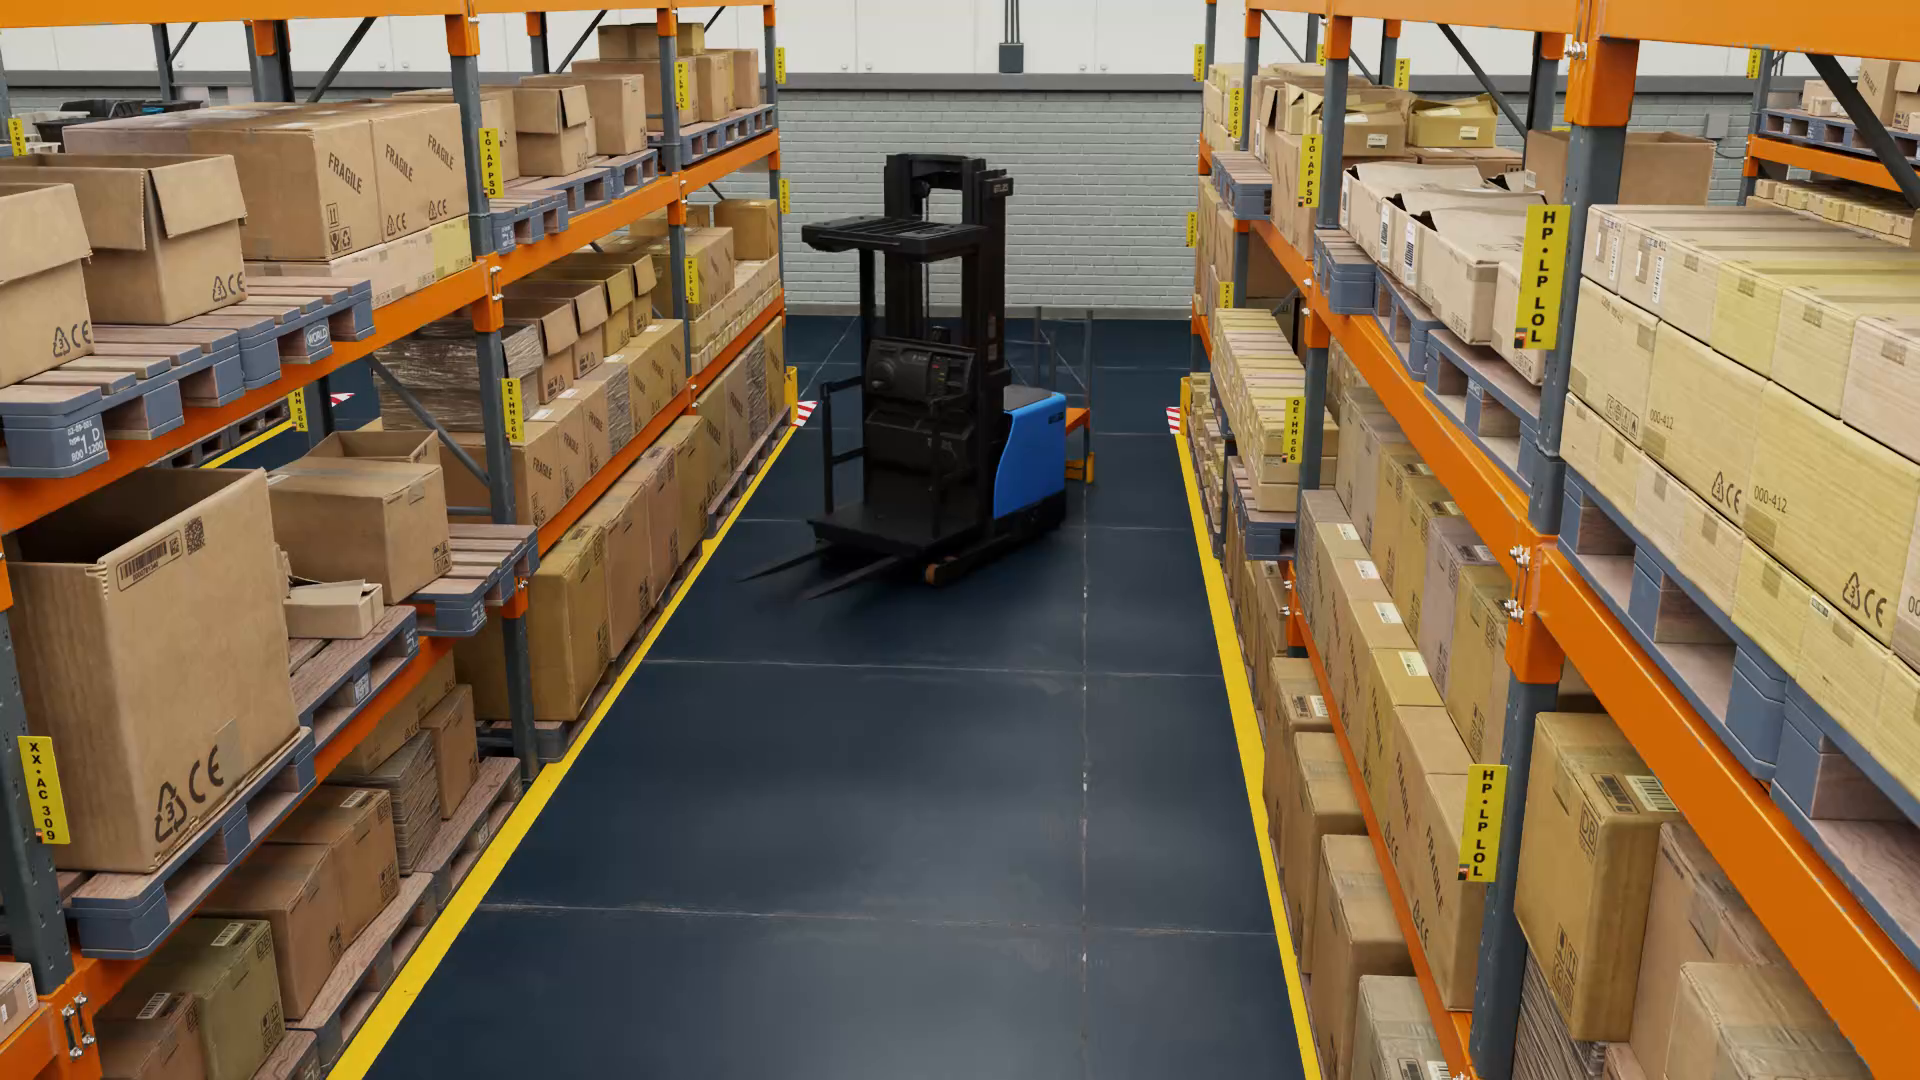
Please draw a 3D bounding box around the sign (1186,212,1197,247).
[{"bbox_3d":[2.180,-2.913,15.607,0.100,0.325,0.005,1,18,4],"label":"sign"}]

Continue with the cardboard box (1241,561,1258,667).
[{"bbox_3d":[1.997,0.447,10.082,0.500,0.500,0.500,0,18,1],"label":"cardboard box"}]

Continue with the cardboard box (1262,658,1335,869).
[{"bbox_3d":[2.015,1.051,7.836,1.050,0.750,0.750,1,18,3],"label":"cardboard box"}]

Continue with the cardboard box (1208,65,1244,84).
[{"bbox_3d":[2.343,-4.014,14.337,0.380,0.149,0.250,1,18,4],"label":"cardboard box"}]

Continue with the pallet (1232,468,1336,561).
[{"bbox_3d":[2.093,-0.138,8.835,1.213,0.211,1.003,1,18,4],"label":"pallet"}]

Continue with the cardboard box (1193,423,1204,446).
[{"bbox_3d":[2.289,-0.942,14.884,0.380,0.149,0.250,2,18,5],"label":"cardboard box"}]

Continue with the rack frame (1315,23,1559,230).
[{"bbox_3d":[2.148,-2.856,7.188,1.000,3.000,0.127,1,18,4],"label":"rack frame"}]

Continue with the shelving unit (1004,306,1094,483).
[{"bbox_3d":[0.706,-1.108,13.895,0.587,1.500,1.083,7,19,20],"label":"shelving unit"}]

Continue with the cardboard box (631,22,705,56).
[{"bbox_3d":[-2.373,-4.081,13.544,0.500,0.250,0.500,1,18,2],"label":"cardboard box"}]

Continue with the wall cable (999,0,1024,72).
[{"bbox_3d":[1.625,-8.691,19.828,2.277,5.999,0.120,1,18,4],"label":"wall cable"}]

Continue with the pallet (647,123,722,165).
[{"bbox_3d":[-2.436,-3.027,12.669,1.003,0.211,1.213,1,18,4],"label":"pallet"}]

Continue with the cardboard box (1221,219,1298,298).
[{"bbox_3d":[2.199,-2.064,12.160,0.500,0.500,0.500,1,18,2],"label":"cardboard box"}]

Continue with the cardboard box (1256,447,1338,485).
[{"bbox_3d":[1.729,-0.391,8.549,0.380,0.149,0.250,2,18,5],"label":"cardboard box"}]

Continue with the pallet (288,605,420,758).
[{"bbox_3d":[-2.893,0.559,6.707,1.003,0.211,1.213,1,18,4],"label":"pallet"}]

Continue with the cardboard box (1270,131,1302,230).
[{"bbox_3d":[1.998,-1.972,9.147,0.500,0.500,0.500,1,18,4],"label":"cardboard box"}]

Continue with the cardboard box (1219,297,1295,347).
[{"bbox_3d":[2.188,-1.593,12.329,0.500,0.500,0.500,1,18,4],"label":"cardboard box"}]

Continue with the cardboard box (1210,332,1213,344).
[{"bbox_3d":[2.262,-1.709,13.726,0.380,0.149,0.250,2,18,5],"label":"cardboard box"}]

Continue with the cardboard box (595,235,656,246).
[{"bbox_3d":[-2.699,-2.121,13.136,0.500,0.500,0.500,1,18,4],"label":"cardboard box"}]

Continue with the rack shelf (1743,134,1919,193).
[{"bbox_3d":[7.523,-2.873,13.213,1.077,0.370,4.000,1,18,4],"label":"rack shelf"}]

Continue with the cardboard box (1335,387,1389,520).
[{"bbox_3d":[2.106,-0.389,7.526,0.700,0.500,0.500,1,18,4],"label":"cardboard box"}]

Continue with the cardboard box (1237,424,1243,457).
[{"bbox_3d":[1.802,-0.567,9.565,0.380,0.149,0.250,0,18,1],"label":"cardboard box"}]

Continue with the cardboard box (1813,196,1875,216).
[{"bbox_3d":[7.257,-2.735,13.645,0.380,0.149,0.250,1,18,4],"label":"cardboard box"}]

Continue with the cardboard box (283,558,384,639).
[{"bbox_3d":[-2.642,0.241,6.913,0.396,0.266,0.258,1,18,2],"label":"cardboard box"}]

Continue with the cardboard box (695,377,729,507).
[{"bbox_3d":[-2.378,-0.783,13.233,0.875,0.875,0.875,1,18,4],"label":"cardboard box"}]

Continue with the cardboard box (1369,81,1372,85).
[{"bbox_3d":[2.697,-3.114,11.589,0.380,0.149,0.250,1,18,3],"label":"cardboard box"}]

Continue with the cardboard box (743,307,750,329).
[{"bbox_3d":[-2.025,-1.920,14.369,0.380,0.149,0.250,2,18,5],"label":"cardboard box"}]

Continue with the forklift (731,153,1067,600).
[{"bbox_3d":[-0.418,-1.229,11.968,1.130,2.935,3.031,13,22,34],"label":"forklift"}]

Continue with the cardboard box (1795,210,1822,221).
[{"bbox_3d":[7.288,-2.470,13.878,0.500,0.500,0.500,1,18,3],"label":"cardboard box"}]

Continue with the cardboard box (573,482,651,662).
[{"bbox_3d":[-2.650,0.172,10.318,1.225,0.875,0.875,1,18,4],"label":"cardboard box"}]

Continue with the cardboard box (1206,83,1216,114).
[{"bbox_3d":[2.394,-3.789,14.290,0.500,0.250,0.500,1,18,3],"label":"cardboard box"}]

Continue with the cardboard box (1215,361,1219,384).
[{"bbox_3d":[1.934,-1.130,11.282,0.380,0.149,0.250,2,18,5],"label":"cardboard box"}]

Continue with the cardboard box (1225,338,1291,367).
[{"bbox_3d":[1.875,-1.175,10.466,0.380,0.149,0.250,1,18,3],"label":"cardboard box"}]

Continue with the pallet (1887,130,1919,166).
[{"bbox_3d":[7.448,-2.806,11.994,1.003,0.211,1.213,1,18,4],"label":"pallet"}]

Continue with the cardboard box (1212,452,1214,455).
[{"bbox_3d":[2.303,-0.745,13.805,0.380,0.149,0.250,0,18,1],"label":"cardboard box"}]

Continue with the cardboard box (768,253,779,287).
[{"bbox_3d":[-1.989,-2.546,15.638,0.500,0.250,0.500,1,18,3],"label":"cardboard box"}]

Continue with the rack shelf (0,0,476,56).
[{"bbox_3d":[-2.935,-1.845,5.900,1.077,0.370,4.000,1,18,4],"label":"rack shelf"}]

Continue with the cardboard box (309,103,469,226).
[{"bbox_3d":[-2.577,-1.704,7.526,0.500,0.500,0.500,2,18,5],"label":"cardboard box"}]

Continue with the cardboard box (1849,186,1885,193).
[{"bbox_3d":[7.911,-2.964,14.345,0.380,0.149,0.250,1,18,3],"label":"cardboard box"}]

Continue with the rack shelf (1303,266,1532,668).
[{"bbox_3d":[2.005,-0.468,5.872,1.077,0.370,4.000,1,18,4],"label":"rack shelf"}]

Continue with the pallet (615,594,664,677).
[{"bbox_3d":[-2.570,0.557,10.886,1.003,0.211,1.213,1,18,4],"label":"pallet"}]

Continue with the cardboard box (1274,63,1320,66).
[{"bbox_3d":[2.991,-4.161,14.786,0.380,0.149,0.250,1,18,3],"label":"cardboard box"}]

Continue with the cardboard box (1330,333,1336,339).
[{"bbox_3d":[2.543,-1.236,10.653,0.380,0.149,0.250,1,18,4],"label":"cardboard box"}]

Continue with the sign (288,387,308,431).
[{"bbox_3d":[-3.346,-0.709,8.410,0.100,0.325,0.005,1,18,4],"label":"sign"}]

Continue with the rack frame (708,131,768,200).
[{"bbox_3d":[-2.215,-2.632,16.138,0.949,2.616,0.053,1,18,4],"label":"rack frame"}]

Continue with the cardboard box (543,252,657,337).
[{"bbox_3d":[-2.543,-1.715,11.570,0.797,0.503,0.637,1,18,2],"label":"cardboard box"}]

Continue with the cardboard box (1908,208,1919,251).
[{"bbox_3d":[2.153,-0.574,3.329,0.380,0.149,0.250,1,18,3],"label":"cardboard box"}]

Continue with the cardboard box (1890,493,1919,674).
[{"bbox_3d":[1.441,0.111,1.879,0.500,0.250,0.500,1,18,4],"label":"cardboard box"}]

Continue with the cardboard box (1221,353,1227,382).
[{"bbox_3d":[1.895,-1.116,10.762,0.380,0.149,0.250,1,18,2],"label":"cardboard box"}]

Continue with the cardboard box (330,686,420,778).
[{"bbox_3d":[-2.838,0.849,7.619,0.500,0.250,0.500,3,18,10],"label":"cardboard box"}]

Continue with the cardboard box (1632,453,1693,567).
[{"bbox_3d":[1.460,-0.053,3.018,0.380,0.149,0.250,1,18,4],"label":"cardboard box"}]
